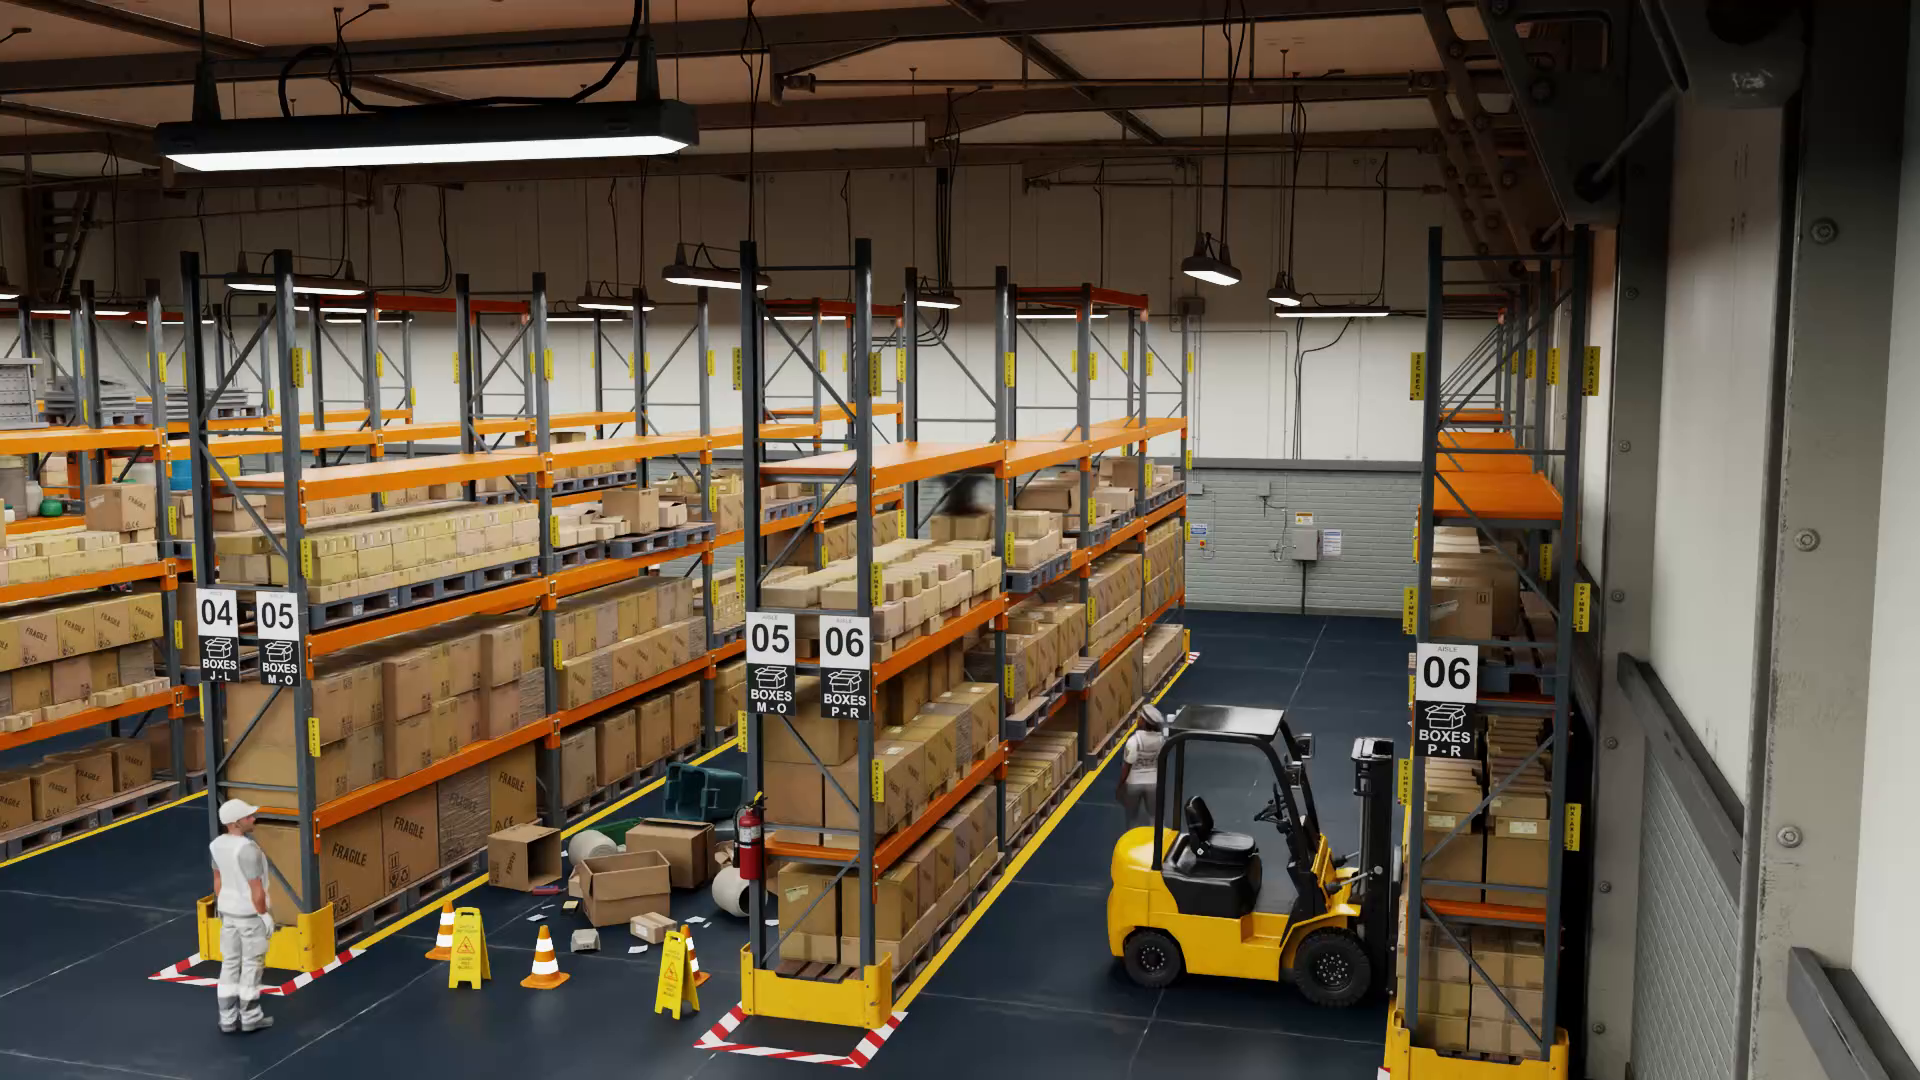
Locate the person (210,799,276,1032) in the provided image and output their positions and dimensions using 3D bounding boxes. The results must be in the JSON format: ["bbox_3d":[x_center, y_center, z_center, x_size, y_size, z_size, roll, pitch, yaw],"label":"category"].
[{"bbox_3d":[-5.508,2.867,12.720,0.651,1.820,0.388,3,7,26],"label":"person"}]

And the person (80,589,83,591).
[{"bbox_3d":[-14.926,1.178,28.217,0.444,1.652,0.707,2,7,14],"label":"person"}]

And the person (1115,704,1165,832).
[{"bbox_3d":[1.820,2.469,16.732,0.498,1.676,0.659,-1,7,-12],"label":"person"}]

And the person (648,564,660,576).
[{"bbox_3d":[-4.972,1.233,27.369,0.508,1.769,0.608,3,7,27],"label":"person"}]
